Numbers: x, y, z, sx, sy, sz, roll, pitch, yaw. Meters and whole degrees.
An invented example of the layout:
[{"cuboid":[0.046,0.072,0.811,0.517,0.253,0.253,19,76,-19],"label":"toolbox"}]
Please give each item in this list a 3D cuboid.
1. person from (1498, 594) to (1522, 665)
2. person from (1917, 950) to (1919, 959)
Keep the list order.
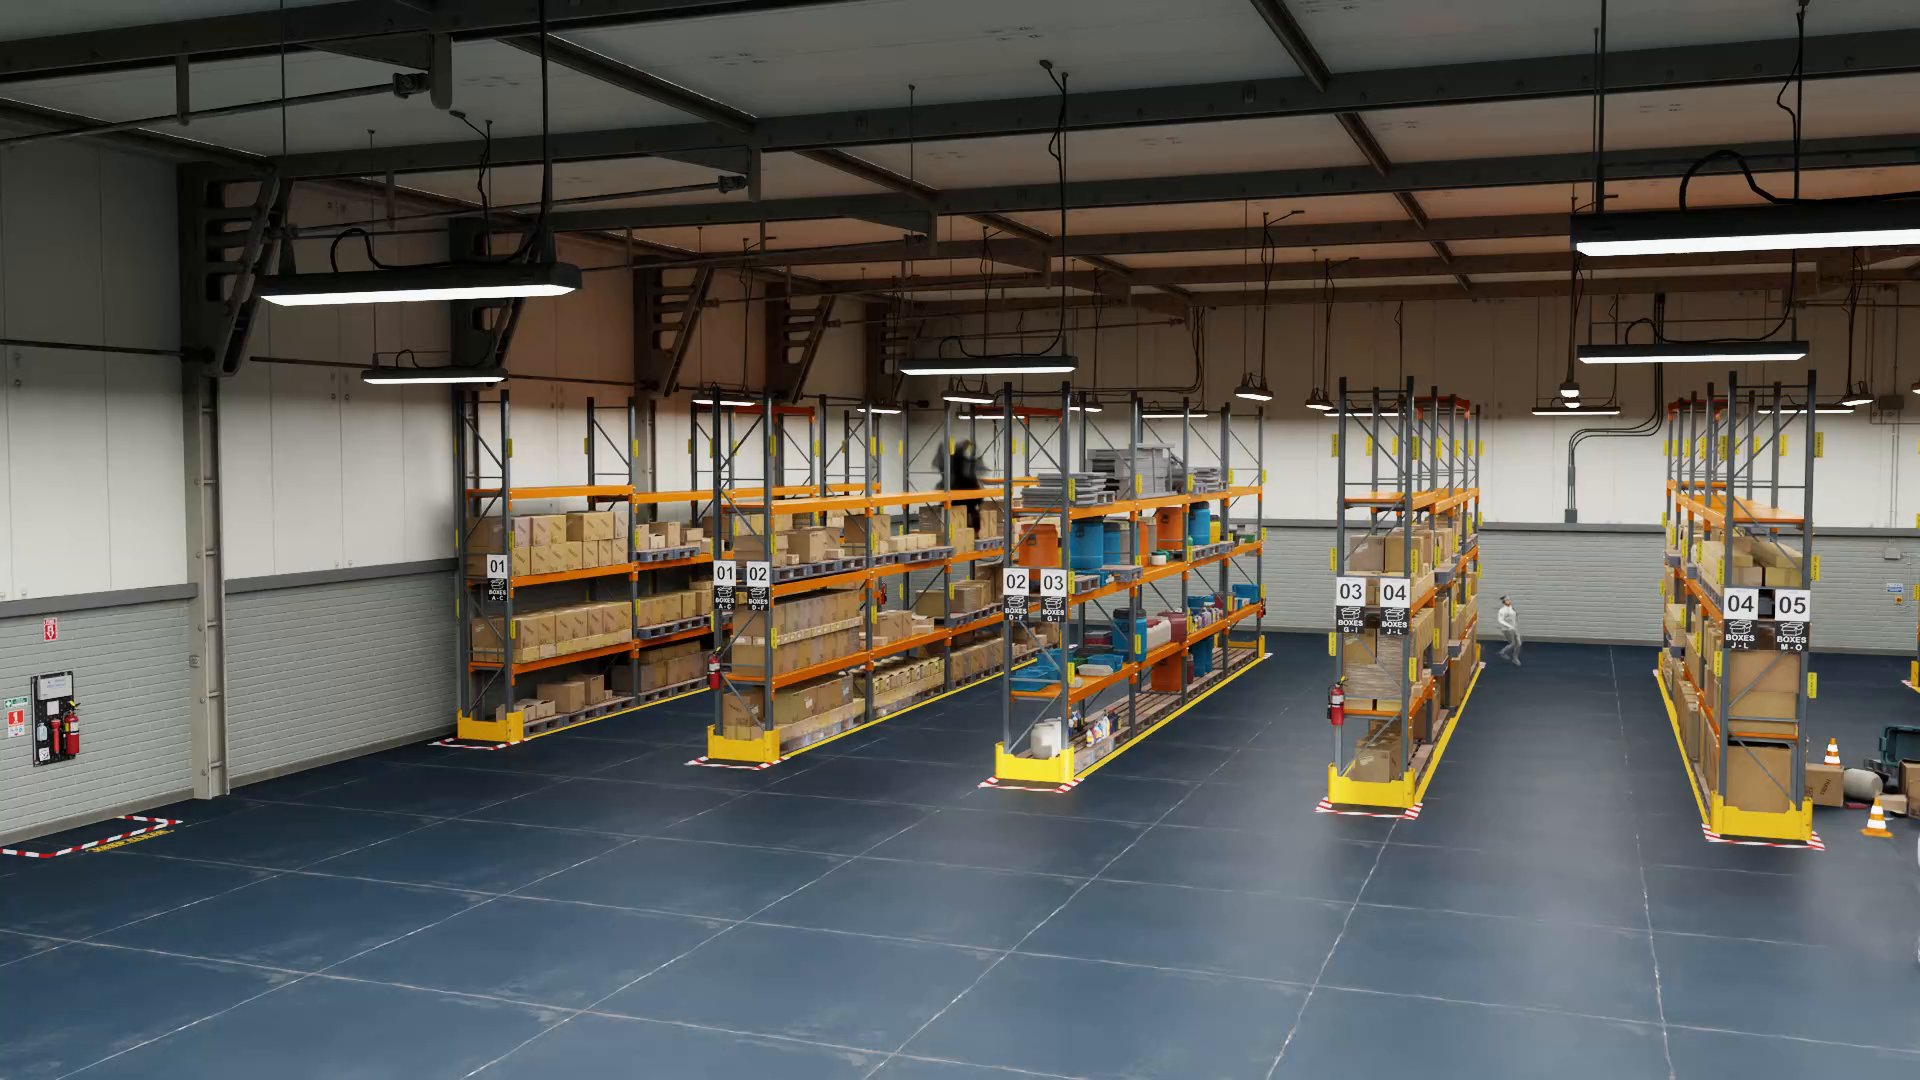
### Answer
[{"cuboid":[12.709,2.075,38.550,0.640,1.657,0.611,-2,4,-38],"label":"person"},{"cuboid":[9.491,3.300,15.801,0.616,1.716,0.680,-1,3,-23],"label":"person"}]
